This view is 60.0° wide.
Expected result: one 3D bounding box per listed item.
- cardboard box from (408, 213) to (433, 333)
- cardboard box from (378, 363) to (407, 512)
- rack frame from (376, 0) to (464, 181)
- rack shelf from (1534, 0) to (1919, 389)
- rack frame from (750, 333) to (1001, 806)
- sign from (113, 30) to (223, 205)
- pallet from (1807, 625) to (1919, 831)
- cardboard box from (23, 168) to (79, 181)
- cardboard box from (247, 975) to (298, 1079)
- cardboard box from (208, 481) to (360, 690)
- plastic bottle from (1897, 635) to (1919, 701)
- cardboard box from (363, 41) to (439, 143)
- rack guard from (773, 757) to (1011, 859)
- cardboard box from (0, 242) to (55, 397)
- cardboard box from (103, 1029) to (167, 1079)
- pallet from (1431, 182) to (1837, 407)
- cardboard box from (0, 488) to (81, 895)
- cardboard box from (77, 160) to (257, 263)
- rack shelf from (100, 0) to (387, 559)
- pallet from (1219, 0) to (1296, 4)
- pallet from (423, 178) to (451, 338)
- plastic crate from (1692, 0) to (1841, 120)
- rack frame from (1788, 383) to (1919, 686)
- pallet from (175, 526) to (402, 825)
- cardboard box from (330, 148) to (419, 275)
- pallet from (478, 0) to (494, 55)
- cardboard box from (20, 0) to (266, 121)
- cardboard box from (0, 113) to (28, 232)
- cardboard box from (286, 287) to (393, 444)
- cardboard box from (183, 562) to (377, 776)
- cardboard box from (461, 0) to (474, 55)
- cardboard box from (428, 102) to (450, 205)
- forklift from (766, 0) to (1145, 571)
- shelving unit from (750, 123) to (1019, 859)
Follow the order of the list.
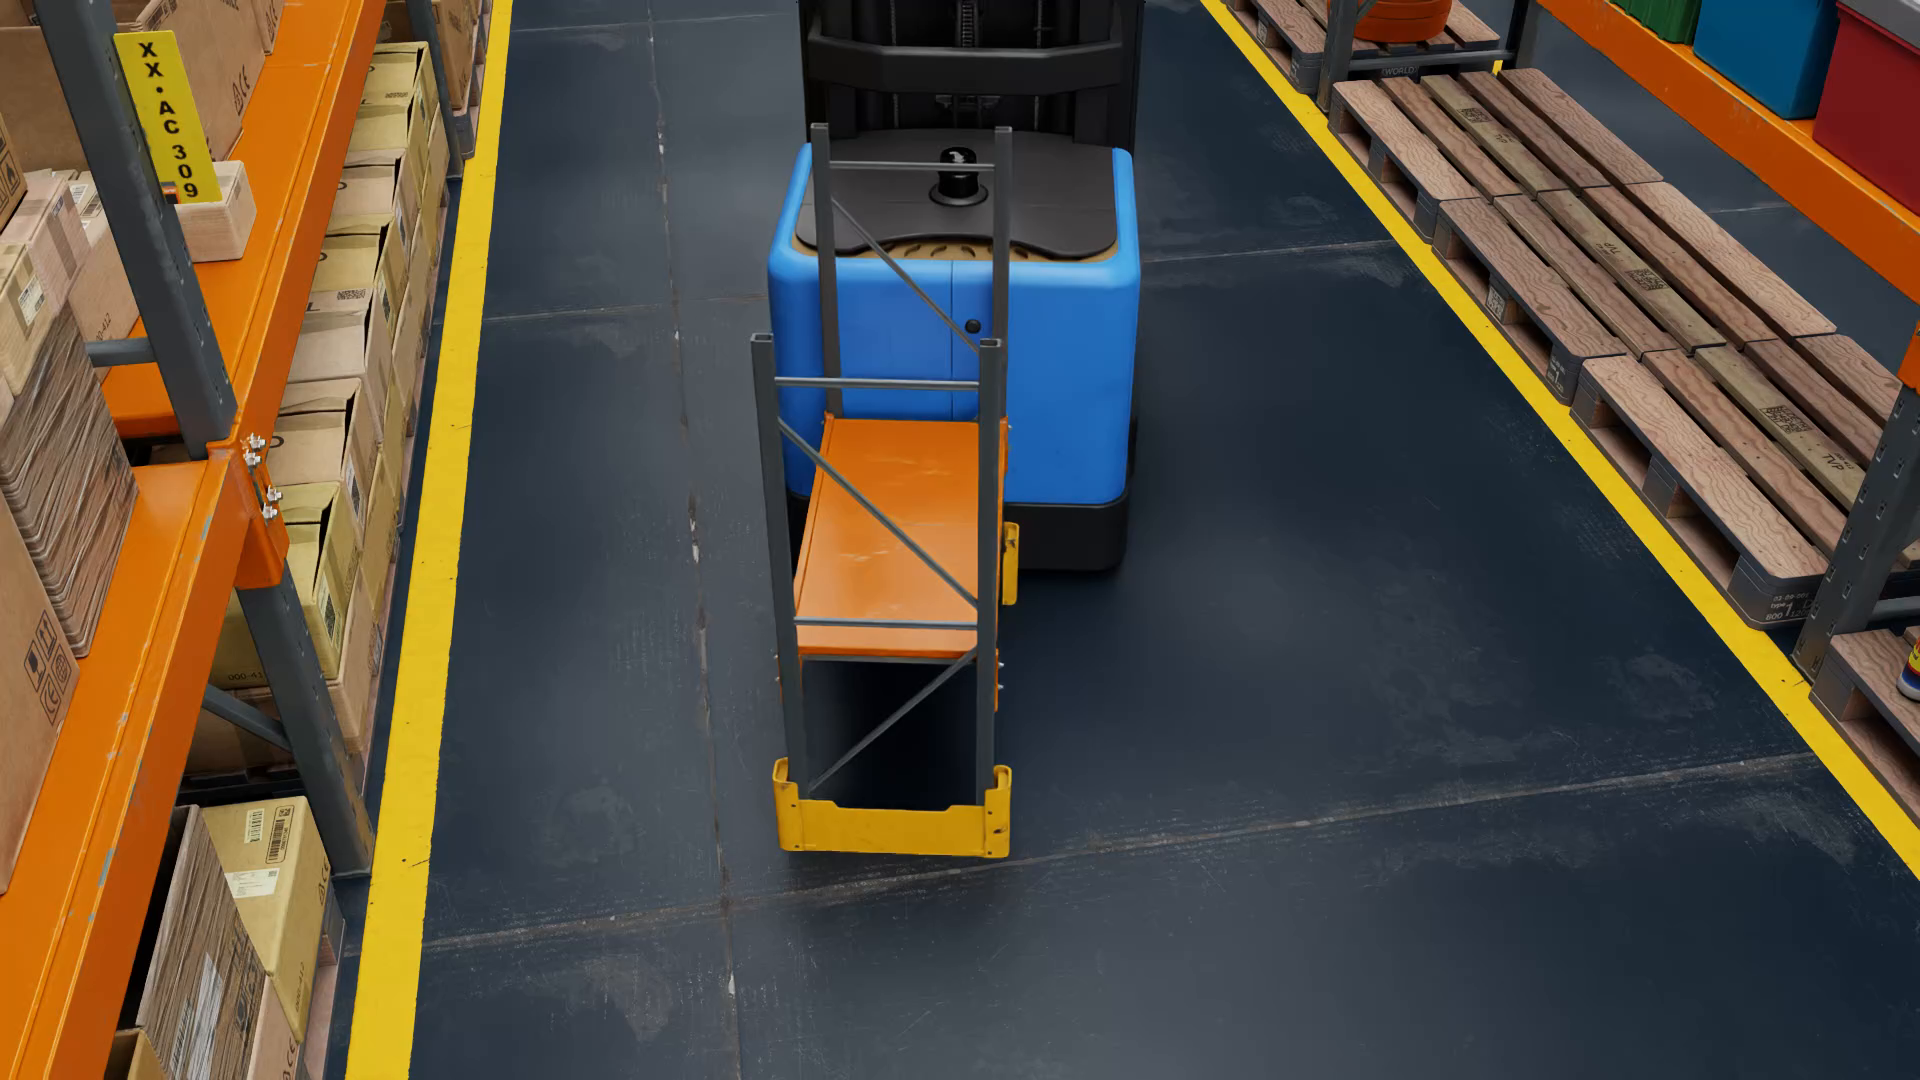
[{"bbox_3d":[-2.168,-0.917,5.884,0.500,0.250,0.500,-5,38,-7],"label":"cardboard box"},{"bbox_3d":[-1.987,-0.299,5.089,0.500,0.250,0.500,-7,38,-9],"label":"cardboard box"},{"bbox_3d":[-2.680,-2.743,6.336,1.000,3.000,0.127,-6,38,-8],"label":"rack frame"},{"bbox_3d":[2.548,-1.782,5.685,1.077,0.370,4.000,-6,38,-8],"label":"rack shelf"},{"bbox_3d":[-0.168,0.193,3.779,0.500,1.500,0.032,2,38,2],"label":"rack frame"},{"bbox_3d":[-1.432,-0.761,3.014,0.100,0.325,0.005,-6,38,-8],"label":"sign"},{"bbox_3d":[2.976,0.654,4.237,1.003,0.211,1.213,-6,38,-8],"label":"pallet"},{"bbox_3d":[-2.313,-0.785,3.925,0.396,0.266,0.258,-7,38,-9],"label":"cardboard box"},{"bbox_3d":[-1.604,1.153,3.220,0.500,0.250,0.500,-6,38,-8],"label":"cardboard box"},{"bbox_3d":[-1.806,0.095,4.125,0.500,0.311,0.500,-6,38,-8],"label":"cardboard box"},{"bbox_3d":[2.523,0.286,4.303,0.097,0.271,0.097,0,38,0],"label":"plastic bottle"},{"bbox_3d":[-2.345,-1.755,6.505,0.500,0.311,0.500,-5,38,-7],"label":"cardboard box"},{"bbox_3d":[-0.167,0.675,4.178,0.587,0.250,0.087,2,38,2],"label":"rack guard"},{"bbox_3d":[-1.678,-0.332,2.622,0.380,0.149,0.250,-7,38,-9],"label":"cardboard box"},{"bbox_3d":[-1.514,1.158,2.602,0.500,0.500,0.500,-6,38,-8],"label":"cardboard box"},{"bbox_3d":[2.506,-0.965,6.320,1.003,0.211,1.213,-6,38,-8],"label":"pallet"},{"bbox_3d":[-1.796,0.219,2.442,0.700,0.500,0.500,-7,38,-8],"label":"cardboard box"},{"bbox_3d":[-1.933,-0.785,4.020,0.380,0.149,0.250,-6,38,-8],"label":"cardboard box"},{"bbox_3d":[-2.329,-1.251,5.002,1.077,0.370,4.000,-6,38,-8],"label":"rack shelf"},{"bbox_3d":[1.808,-3.379,9.428,1.003,0.211,1.213,-6,38,-8],"label":"pallet"},{"bbox_3d":[-2.574,-1.141,6.546,1.003,0.211,1.213,-6,38,-8],"label":"pallet"},{"bbox_3d":[2.399,-1.484,4.728,0.392,0.384,0.575,-6,38,-8],"label":"plastic crate"},{"bbox_3d":[2.899,-0.858,3.909,1.000,3.000,0.127,-6,38,-8],"label":"rack frame"},{"bbox_3d":[-2.146,0.333,4.649,1.003,0.211,1.213,-6,38,-8],"label":"pallet"},{"bbox_3d":[-2.162,-1.136,5.710,0.500,0.311,0.500,-6,38,-8],"label":"cardboard box"},{"bbox_3d":[-2.984,-2.832,8.724,1.003,0.211,1.213,-6,38,-8],"label":"pallet"},{"bbox_3d":[-2.277,-1.453,4.594,0.500,0.500,0.500,-6,38,-8],"label":"cardboard box"},{"bbox_3d":[-1.894,-0.612,2.453,0.700,0.500,0.500,-6,38,-8],"label":"cardboard box"},{"bbox_3d":[-1.980,-0.520,4.917,0.500,0.311,0.500,-7,38,-9],"label":"cardboard box"},{"bbox_3d":[-1.805,0.323,4.289,0.500,0.250,0.500,-7,38,-9],"label":"cardboard box"},{"bbox_3d":[-2.576,-2.551,7.768,0.500,0.500,0.500,-8,38,-10],"label":"cardboard box"},{"bbox_3d":[-2.347,-1.532,6.675,0.500,0.250,0.500,-5,38,-7],"label":"cardboard box"},{"bbox_3d":[0.047,-1.947,5.368,1.130,2.935,3.031,2,38,2],"label":"forklift"},{"bbox_3d":[-0.144,-0.124,4.187,0.587,1.500,1.083,2,38,2],"label":"shelving unit"}]
